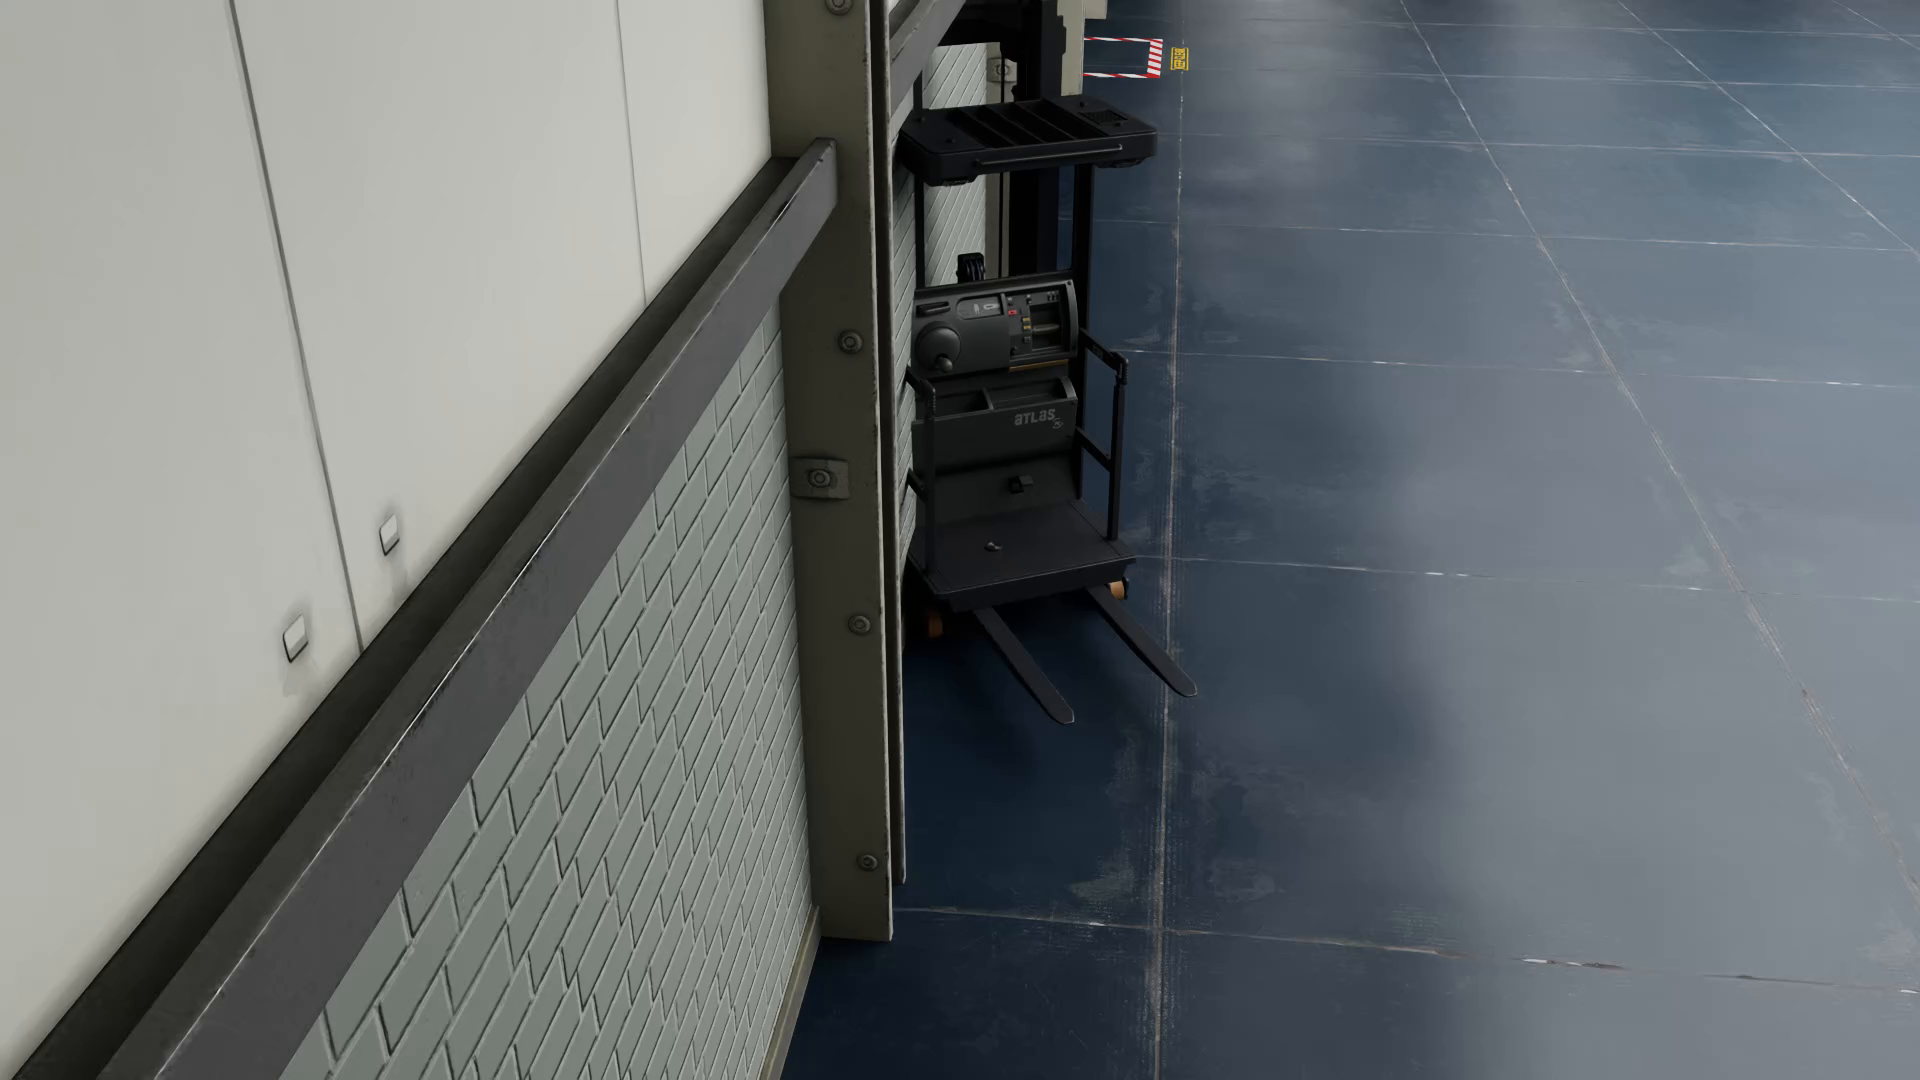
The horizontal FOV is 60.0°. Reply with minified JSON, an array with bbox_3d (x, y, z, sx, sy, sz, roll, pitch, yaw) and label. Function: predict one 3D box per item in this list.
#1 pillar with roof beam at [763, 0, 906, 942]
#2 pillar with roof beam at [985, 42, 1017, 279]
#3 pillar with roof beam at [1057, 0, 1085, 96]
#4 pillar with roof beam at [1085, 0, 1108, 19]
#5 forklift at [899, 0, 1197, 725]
[{"bbox_3d":[3.876,-2.271,3.977,9.100,9.000,0.400,3,28,6],"label":"pillar with roof beam"},{"bbox_3d":[4.612,-5.095,9.219,9.100,9.000,0.400,3,28,6],"label":"pillar with roof beam"},{"bbox_3d":[5.347,-7.919,14.462,9.100,9.000,0.400,3,28,6],"label":"pillar with roof beam"},{"bbox_3d":[6.082,-10.744,19.704,9.100,9.000,0.400,3,28,6],"label":"pillar with roof beam"},{"bbox_3d":[0.221,-1.014,8.042,1.130,2.935,3.031,-10,30,-18],"label":"forklift"}]
